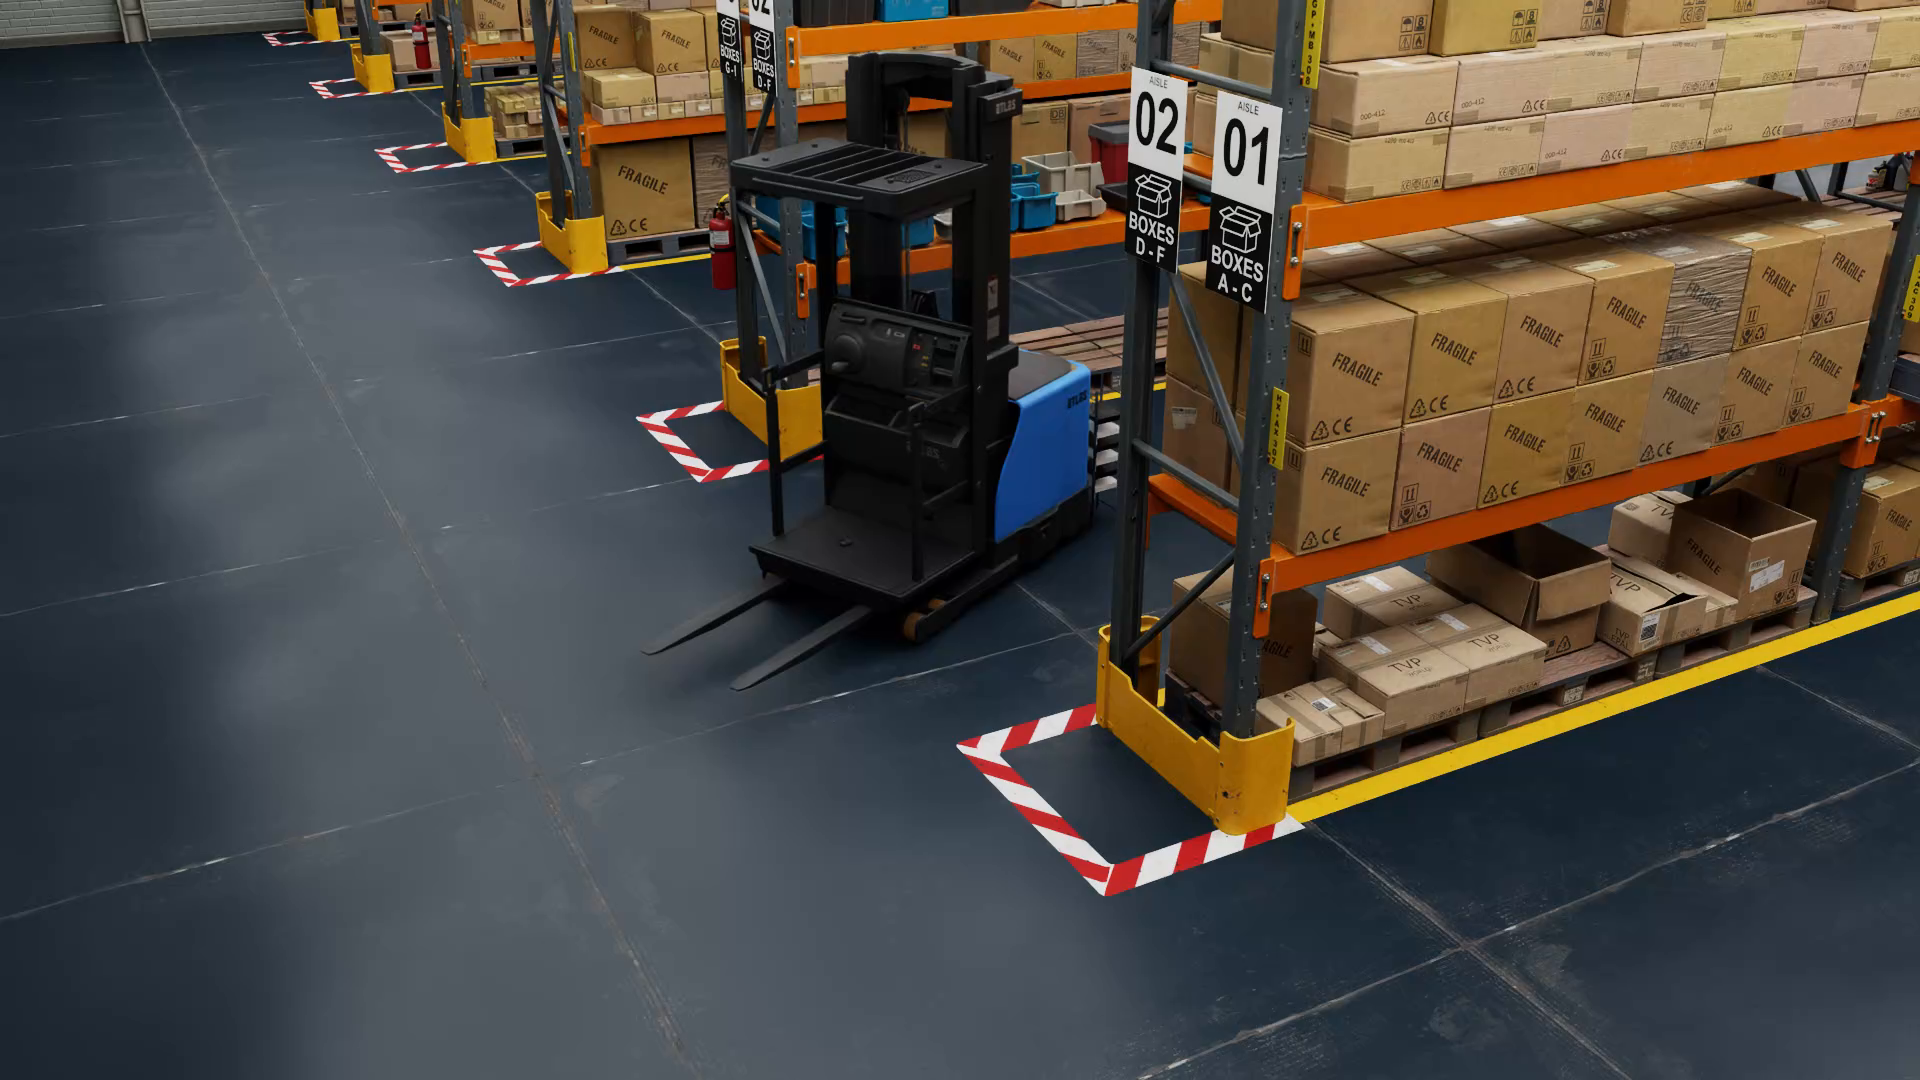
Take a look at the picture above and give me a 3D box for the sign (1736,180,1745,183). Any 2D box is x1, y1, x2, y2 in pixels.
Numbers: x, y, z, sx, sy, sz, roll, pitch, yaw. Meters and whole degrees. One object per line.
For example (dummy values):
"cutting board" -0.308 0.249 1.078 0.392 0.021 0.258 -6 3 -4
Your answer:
"sign" 4.279 -1.810 9.158 0.005 0.325 0.100 -13 29 -25

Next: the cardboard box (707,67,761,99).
"cardboard box" -2.193 -4.317 15.546 0.500 0.250 0.500 -14 29 -27

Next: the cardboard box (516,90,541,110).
"cardboard box" -5.080 -5.213 19.703 0.250 0.149 0.380 -12 28 -24

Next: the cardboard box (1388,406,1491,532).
"cardboard box" 1.982 -0.404 7.451 0.500 0.500 0.500 -13 29 -26

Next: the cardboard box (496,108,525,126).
"cardboard box" -5.306 -5.008 19.621 0.250 0.149 0.380 -12 28 -23

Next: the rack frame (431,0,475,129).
"rack frame" -5.889 -5.961 19.141 0.127 3.000 1.000 -13 29 -25

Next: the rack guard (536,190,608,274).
"rack guard" -3.665 -2.915 15.684 0.348 0.500 1.175 -13 29 -25

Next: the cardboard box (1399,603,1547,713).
"cardboard box" 2.510 0.573 8.201 0.500 0.250 0.500 -13 29 -25

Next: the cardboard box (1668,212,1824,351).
"cardboard box" 3.768 -1.265 8.090 0.500 0.500 0.500 -14 29 -26

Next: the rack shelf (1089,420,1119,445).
"rack shelf" 0.848 -0.680 10.229 0.200 0.077 0.258 -15 30 -29

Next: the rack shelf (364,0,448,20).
"rack shelf" -6.543 -7.914 24.040 4.000 0.370 1.077 -13 29 -25

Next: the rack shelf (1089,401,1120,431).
"rack shelf" 0.848 -0.761 10.190 0.200 0.077 0.258 -15 30 -29

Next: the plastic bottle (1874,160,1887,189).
"plastic bottle" 9.544 -3.797 17.263 0.133 0.283 0.061 -11 28 -23

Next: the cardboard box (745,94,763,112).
"cardboard box" -2.042 -4.142 15.643 0.250 0.149 0.380 -13 29 -26

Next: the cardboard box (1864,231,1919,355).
"cardboard box" 5.067 -1.322 8.879 0.700 0.500 0.500 22 33 37

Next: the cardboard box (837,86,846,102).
"cardboard box" -1.137 -4.351 16.077 0.250 0.149 0.380 -12 28 -24

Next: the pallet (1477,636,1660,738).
"pallet" 2.859 0.570 8.760 1.213 0.211 1.003 -13 29 -25

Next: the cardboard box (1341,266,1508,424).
"cardboard box" 1.987 -0.857 7.240 0.500 0.500 0.500 -13 28 -25

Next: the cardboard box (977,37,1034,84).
"cardboard box" 0.409 -4.904 16.824 0.500 0.500 0.500 -13 29 -25

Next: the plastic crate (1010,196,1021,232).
"plastic crate" 0.221 -2.299 11.638 0.300 0.233 0.416 -13 29 -25

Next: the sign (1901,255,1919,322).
"sign" 4.806 -1.261 8.353 0.005 0.325 0.100 -13 29 -25

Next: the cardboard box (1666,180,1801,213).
"cardboard box" 3.995 -1.584 8.754 0.500 0.500 0.500 -12 28 -24

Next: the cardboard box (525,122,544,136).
"cardboard box" -5.084 -4.934 19.811 0.250 0.149 0.380 -13 29 -25

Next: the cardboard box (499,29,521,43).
"cardboard box" -5.244 -5.856 19.213 0.250 0.149 0.380 -12 28 -23

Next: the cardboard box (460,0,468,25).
"cardboard box" -5.613 -6.330 19.450 0.500 0.500 0.500 -12 28 -24

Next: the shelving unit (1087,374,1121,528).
"shelving unit" 0.848 -0.548 10.293 0.210 0.900 0.258 -15 30 -29

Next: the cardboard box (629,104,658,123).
"cardboard box" -2.950 -3.932 15.205 0.250 0.149 0.380 -13 29 -26

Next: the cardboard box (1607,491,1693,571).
"cardboard box" 4.071 -0.060 9.449 0.500 0.311 0.500 -13 29 -25

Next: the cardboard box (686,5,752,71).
"cardboard box" -2.198 -4.655 15.384 0.500 0.500 0.500 -14 29 -26

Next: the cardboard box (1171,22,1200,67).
"cardboard box" 2.197 -5.319 17.689 0.500 0.500 0.500 -14 29 -27

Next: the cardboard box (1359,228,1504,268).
"cardboard box" 2.178 -1.164 7.880 0.500 0.500 0.500 -12 28 -24

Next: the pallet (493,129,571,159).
"pallet" -5.088 -4.871 20.093 1.213 0.211 1.003 -13 29 -25

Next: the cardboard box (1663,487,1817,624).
"cardboard box" 4.174 0.076 8.947 0.500 0.500 0.500 -13 29 -25

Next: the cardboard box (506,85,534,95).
"cardboard box" -5.292 -5.367 20.026 0.250 0.149 0.380 -12 28 -24

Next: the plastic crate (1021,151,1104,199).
"plastic crate" 0.782 -2.702 12.421 0.530 0.282 0.437 -13 29 -25

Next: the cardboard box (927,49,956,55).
"cardboard box" -0.381 -4.737 16.422 0.500 0.250 0.500 -14 29 -26

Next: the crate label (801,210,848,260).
"crate label" -0.941 -2.031 11.079 0.303 0.233 0.416 -13 29 -25

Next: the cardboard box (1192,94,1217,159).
"cardboard box" 1.343 -1.752 7.082 0.500 0.250 0.500 -13 29 -25

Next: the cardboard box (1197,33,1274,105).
"cardboard box" 1.347 -1.974 6.967 0.500 0.250 0.500 -13 29 -25

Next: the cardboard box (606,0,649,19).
"cardboard box" -4.017 -6.446 19.692 0.500 0.500 0.500 -14 29 -26

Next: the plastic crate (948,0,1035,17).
"plastic crate" 0.164 -3.685 11.007 0.767 0.338 0.504 -13 29 -25

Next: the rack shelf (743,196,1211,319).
"rack shelf" 0.451 -2.238 12.217 4.000 0.370 1.077 -13 29 -25

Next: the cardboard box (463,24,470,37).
"cardboard box" -5.734 -6.022 19.559 0.250 0.149 0.380 -13 29 -25

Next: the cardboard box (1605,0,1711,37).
"cardboard box" 2.817 -2.500 7.195 0.500 0.500 0.700 -13 29 -25

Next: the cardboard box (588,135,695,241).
"cardboard box" -3.117 -3.439 15.857 0.875 0.875 0.875 -13 29 -25

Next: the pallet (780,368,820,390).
"pallet" -0.568 -1.051 12.136 1.213 0.211 1.003 -13 29 -25

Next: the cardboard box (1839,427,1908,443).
"cardboard box" 5.284 -0.456 10.054 0.500 0.500 0.500 -13 29 -25

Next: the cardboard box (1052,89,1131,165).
"cardboard box" 1.229 -4.413 17.886 0.875 0.875 1.225 -14 29 -27

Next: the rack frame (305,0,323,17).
"rack frame" -10.646 -9.726 26.982 0.127 3.000 1.000 -13 29 -25

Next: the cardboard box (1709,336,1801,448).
"cardboard box" 3.769 -0.817 8.311 0.500 0.500 0.500 -12 28 -24

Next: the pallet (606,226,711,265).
"pallet" -2.975 -2.982 16.158 1.213 0.211 1.003 -13 29 -25

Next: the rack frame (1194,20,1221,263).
"rack frame" 2.216 -2.969 12.910 0.127 3.000 1.000 -13 29 -25

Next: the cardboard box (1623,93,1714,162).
"cardboard box" 2.913 -1.858 7.303 0.500 0.250 0.500 -13 29 -25

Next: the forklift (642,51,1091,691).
"forklift" -0.474 -1.000 8.887 1.130 2.935 3.031 17 31 32

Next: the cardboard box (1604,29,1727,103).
"cardboard box" 2.916 -2.081 7.190 0.500 0.250 0.500 -13 29 -25

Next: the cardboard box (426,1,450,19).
"cardboard box" -8.776 -9.105 28.093 0.500 0.500 0.500 -12 28 -24

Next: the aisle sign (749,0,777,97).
"aisle sign" -1.237 -3.199 10.384 0.004 0.787 0.394 -13 29 -25

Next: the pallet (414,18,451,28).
"pallet" -8.801 -8.894 28.471 1.213 0.211 1.003 -13 29 -25

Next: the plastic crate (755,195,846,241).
"plastic crate" -1.106 -2.337 11.483 0.499 0.435 0.616 -13 29 -25
